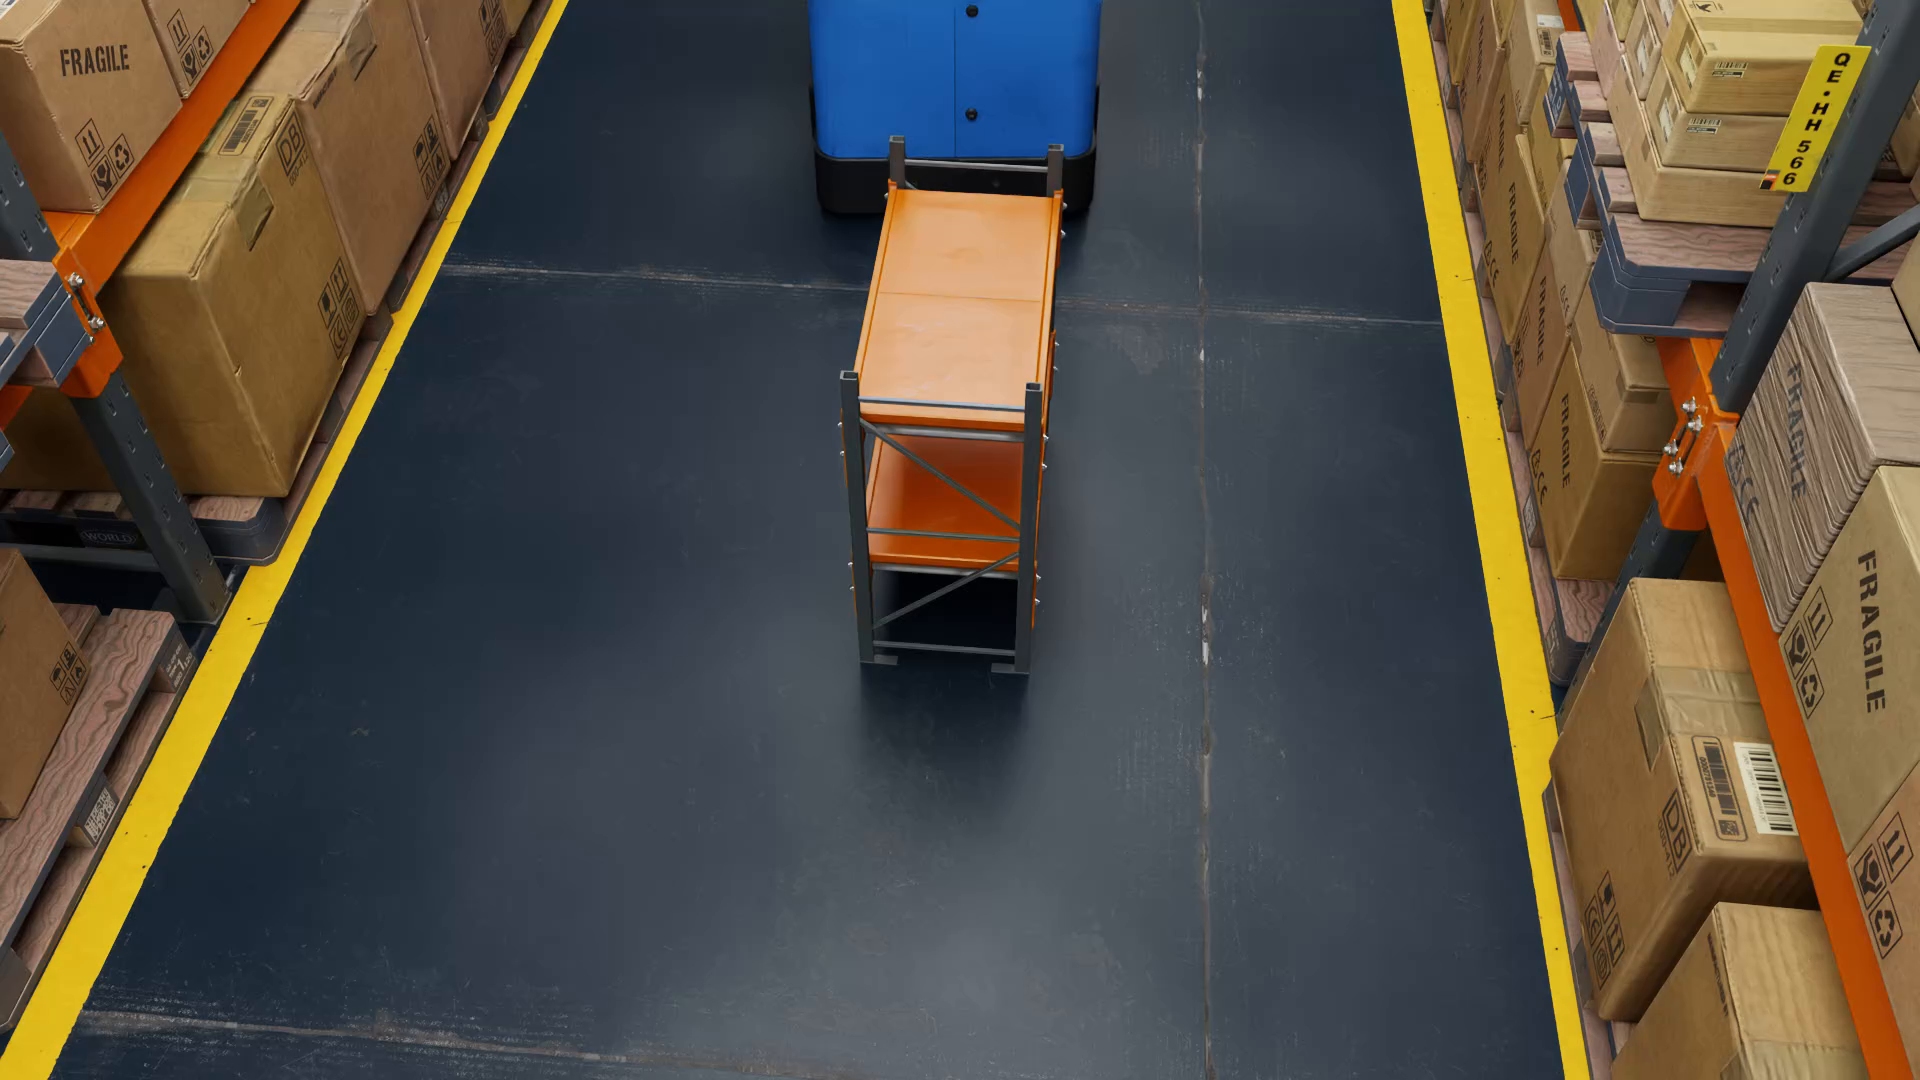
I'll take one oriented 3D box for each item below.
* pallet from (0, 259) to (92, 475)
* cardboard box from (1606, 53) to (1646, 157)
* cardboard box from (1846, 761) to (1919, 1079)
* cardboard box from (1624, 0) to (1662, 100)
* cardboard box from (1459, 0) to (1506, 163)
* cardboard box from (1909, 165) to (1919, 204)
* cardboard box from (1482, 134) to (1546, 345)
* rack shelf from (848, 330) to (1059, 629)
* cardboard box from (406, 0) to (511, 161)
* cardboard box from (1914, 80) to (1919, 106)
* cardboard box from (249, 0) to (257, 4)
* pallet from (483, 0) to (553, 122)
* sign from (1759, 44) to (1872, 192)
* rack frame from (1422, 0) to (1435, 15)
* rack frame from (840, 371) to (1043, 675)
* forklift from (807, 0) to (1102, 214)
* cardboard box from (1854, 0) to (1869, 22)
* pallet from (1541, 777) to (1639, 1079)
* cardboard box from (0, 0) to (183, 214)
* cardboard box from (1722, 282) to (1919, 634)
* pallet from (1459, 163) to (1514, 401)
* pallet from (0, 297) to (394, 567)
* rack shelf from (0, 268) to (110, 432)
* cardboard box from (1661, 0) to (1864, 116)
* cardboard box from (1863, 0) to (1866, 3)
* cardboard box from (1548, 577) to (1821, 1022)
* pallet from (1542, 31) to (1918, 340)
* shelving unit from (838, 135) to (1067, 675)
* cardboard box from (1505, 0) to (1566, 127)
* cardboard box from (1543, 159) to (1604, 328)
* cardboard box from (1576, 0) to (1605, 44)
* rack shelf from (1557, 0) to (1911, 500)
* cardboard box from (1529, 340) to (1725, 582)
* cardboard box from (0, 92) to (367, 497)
[{"bbox_3d":[-2.687,-0.233,3.560,1.213,0.211,1.003,4,48,4],"label":"pallet"},{"bbox_3d":[1.814,-1.053,4.066,0.380,0.149,0.250,4,48,3],"label":"cardboard box"},{"bbox_3d":[1.803,0.602,2.599,0.500,0.500,0.500,4,48,3],"label":"cardboard box"},{"bbox_3d":[1.817,-1.168,3.970,0.380,0.149,0.250,5,48,5],"label":"cardboard box"},{"bbox_3d":[2.189,-1.744,6.222,0.500,0.500,0.500,6,48,5],"label":"cardboard box"},{"bbox_3d":[2.444,-0.793,3.828,0.380,0.149,0.250,3,48,3],"label":"cardboard box"},{"bbox_3d":[2.085,-0.991,5.533,0.500,0.500,0.500,2,48,2],"label":"cardboard box"},{"bbox_3d":[0.001,-0.220,5.020,0.538,0.278,1.000,4,48,4],"label":"rack shelf"},{"bbox_3d":[-2.482,-2.064,6.261,1.225,0.875,0.875,2,48,2],"label":"cardboard box"},{"bbox_3d":[2.469,-1.119,3.925,0.380,0.149,0.250,6,48,5],"label":"cardboard box"},{"bbox_3d":[-2.325,-1.957,4.939,0.500,0.500,0.500,3,48,3],"label":"cardboard box"},{"bbox_3d":[-2.358,-2.255,7.169,1.003,0.211,1.213,4,48,4],"label":"pallet"},{"bbox_3d":[1.661,-0.814,3.231,0.100,0.325,0.005,4,48,4],"label":"sign"},{"bbox_3d":[2.567,-3.360,6.290,1.000,3.000,0.127,4,48,4],"label":"rack frame"},{"bbox_3d":[-0.046,-0.011,4.498,0.500,1.125,0.032,4,48,4],"label":"rack frame"},{"bbox_3d":[-0.032,-3.292,6.275,1.130,2.935,3.031,0,48,0],"label":"forklift"},{"bbox_3d":[2.516,-1.387,4.371,0.380,0.149,0.250,6,48,5],"label":"cardboard box"},{"bbox_3d":[2.056,1.095,4.106,1.003,0.211,1.213,4,48,4],"label":"pallet"},{"bbox_3d":[-2.412,-1.201,4.248,0.500,0.500,0.500,5,48,5],"label":"cardboard box"},{"bbox_3d":[1.893,-0.143,3.280,0.500,0.500,0.500,4,48,4],"label":"cardboard box"},{"bbox_3d":[2.389,-0.948,5.974,1.003,0.211,1.213,4,48,4],"label":"pallet"},{"bbox_3d":[-2.581,-0.462,5.529,1.003,0.211,1.213,4,48,4],"label":"pallet"},{"bbox_3d":[-2.910,0.884,2.896,1.077,0.370,4.000,4,48,4],"label":"rack shelf"},{"bbox_3d":[1.791,-1.070,3.678,0.380,0.149,0.250,2,48,2],"label":"cardboard box"},{"bbox_3d":[2.513,-1.501,4.274,0.380,0.149,0.250,4,48,4],"label":"cardboard box"},{"bbox_3d":[2.057,0.638,3.874,1.050,0.750,0.750,3,48,3],"label":"cardboard box"},{"bbox_3d":[2.161,-0.887,4.158,1.213,0.211,1.003,4,48,4],"label":"pallet"},{"bbox_3d":[0.001,-0.385,4.839,0.538,1.125,1.048,4,48,4],"label":"shelving unit"},{"bbox_3d":[2.140,-1.620,5.600,0.500,0.250,0.500,6,48,5],"label":"cardboard box"},{"bbox_3d":[2.039,-0.864,4.909,0.500,0.250,0.500,4,48,4],"label":"cardboard box"},{"bbox_3d":[1.863,-1.425,4.407,0.380,0.149,0.250,3,48,3],"label":"cardboard box"},{"bbox_3d":[2.385,-1.648,5.212,1.077,0.370,4.000,4,48,4],"label":"rack shelf"},{"bbox_3d":[2.002,-0.220,4.828,0.500,0.500,0.500,4,48,3],"label":"cardboard box"},{"bbox_3d":[-2.644,-0.759,5.067,1.225,0.875,0.875,2,48,2],"label":"cardboard box"}]
